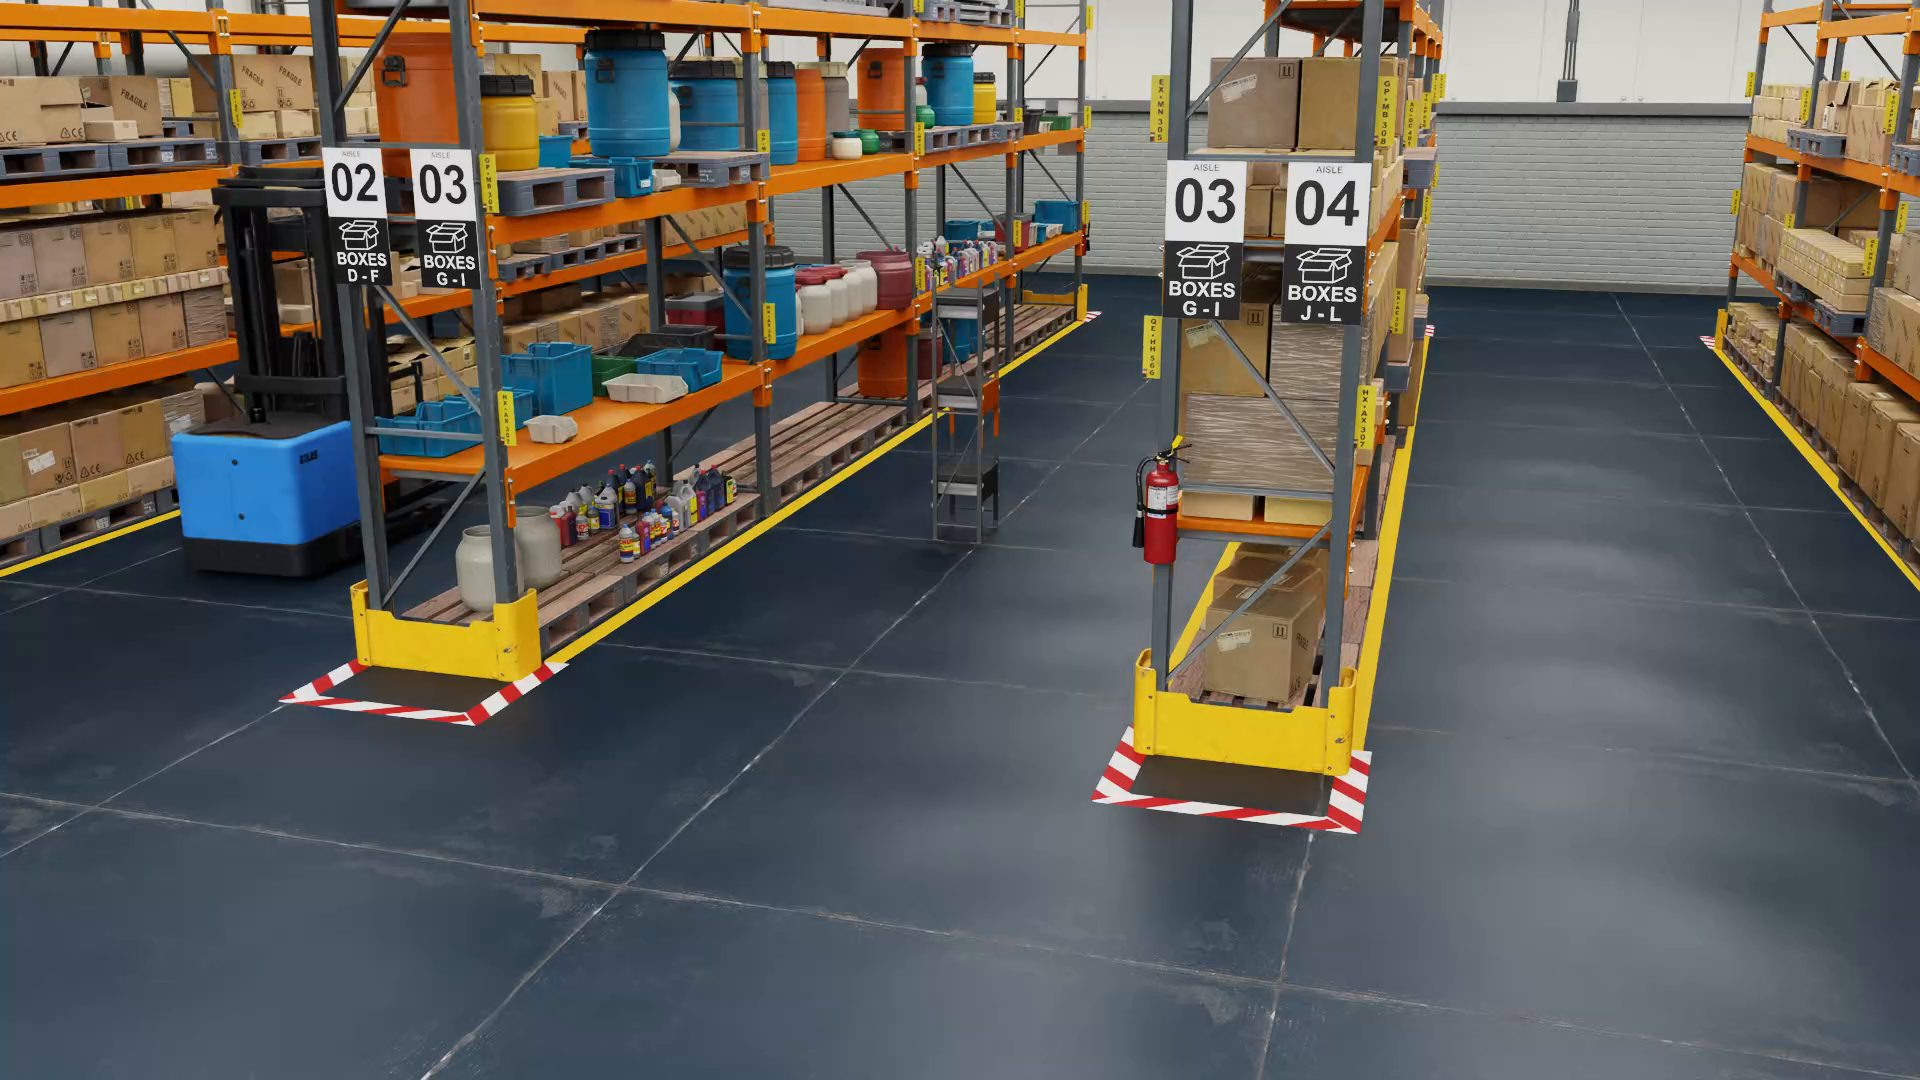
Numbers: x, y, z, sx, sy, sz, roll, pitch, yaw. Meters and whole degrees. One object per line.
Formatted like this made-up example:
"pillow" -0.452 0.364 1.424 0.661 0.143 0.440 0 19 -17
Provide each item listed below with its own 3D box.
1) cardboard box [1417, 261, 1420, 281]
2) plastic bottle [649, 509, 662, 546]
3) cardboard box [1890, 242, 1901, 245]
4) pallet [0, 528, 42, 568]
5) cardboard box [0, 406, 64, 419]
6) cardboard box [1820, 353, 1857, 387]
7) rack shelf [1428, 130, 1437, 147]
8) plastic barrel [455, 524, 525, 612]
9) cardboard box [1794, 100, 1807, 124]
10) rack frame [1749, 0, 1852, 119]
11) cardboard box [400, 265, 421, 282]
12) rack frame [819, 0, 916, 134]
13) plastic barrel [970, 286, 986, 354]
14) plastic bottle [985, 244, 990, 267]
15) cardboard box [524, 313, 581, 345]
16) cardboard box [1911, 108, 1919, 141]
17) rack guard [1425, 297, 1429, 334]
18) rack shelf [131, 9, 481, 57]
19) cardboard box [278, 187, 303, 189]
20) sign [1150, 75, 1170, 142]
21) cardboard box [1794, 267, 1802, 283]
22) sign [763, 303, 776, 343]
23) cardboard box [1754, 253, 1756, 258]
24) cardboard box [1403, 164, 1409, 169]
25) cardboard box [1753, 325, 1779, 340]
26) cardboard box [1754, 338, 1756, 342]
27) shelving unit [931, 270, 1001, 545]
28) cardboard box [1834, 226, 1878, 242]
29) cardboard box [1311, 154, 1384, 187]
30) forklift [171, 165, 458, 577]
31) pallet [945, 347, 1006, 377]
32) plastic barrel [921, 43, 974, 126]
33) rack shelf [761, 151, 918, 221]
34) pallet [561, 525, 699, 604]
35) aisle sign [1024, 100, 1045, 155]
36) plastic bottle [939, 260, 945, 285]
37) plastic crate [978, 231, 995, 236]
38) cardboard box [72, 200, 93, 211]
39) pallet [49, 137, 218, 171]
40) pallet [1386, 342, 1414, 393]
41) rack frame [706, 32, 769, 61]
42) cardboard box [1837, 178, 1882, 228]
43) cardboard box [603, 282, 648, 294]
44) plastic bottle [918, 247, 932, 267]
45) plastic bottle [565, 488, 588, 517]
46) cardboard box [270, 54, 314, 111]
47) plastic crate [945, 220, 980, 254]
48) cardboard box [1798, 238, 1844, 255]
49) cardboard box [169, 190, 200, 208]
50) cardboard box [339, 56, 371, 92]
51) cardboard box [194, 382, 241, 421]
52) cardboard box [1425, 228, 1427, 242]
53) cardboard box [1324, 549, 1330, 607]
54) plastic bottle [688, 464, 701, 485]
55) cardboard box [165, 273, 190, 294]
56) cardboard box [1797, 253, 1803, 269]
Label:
"cardboard box" 4.925 -3.163 18.802 0.500 0.500 0.500 5 17 18
"plastic bottle" -2.276 -0.097 12.369 0.097 0.271 0.097 0 16 0
"cardboard box" 9.372 -2.883 16.597 0.380 0.149 0.250 4 16 13
"pallet" -7.787 0.121 12.516 1.003 0.211 1.213 5 16 16
"cardboard box" -7.683 -0.814 13.598 0.500 0.500 0.500 5 16 16
"cardboard box" 8.609 -1.623 15.990 0.500 0.250 0.500 5 17 17
"rack shelf" 5.512 -5.008 21.309 1.077 0.370 4.000 5 16 16
"plastic barrel" -3.102 0.184 10.971 0.421 0.512 0.421 0 16 0
"cardboard box" 9.557 -4.728 18.365 0.500 0.250 0.500 4 16 13
"rack frame" 10.807 -6.909 21.198 1.000 3.000 0.127 5 16 16
"cardboard box" -6.130 -2.848 18.038 0.500 0.311 0.500 4 16 15
"rack frame" -0.942 -5.611 16.622 1.000 3.000 0.127 5 16 16
"plastic barrel" 0.024 -2.823 20.862 0.600 0.901 0.708 5 16 16
"plastic bottle" 0.289 -3.488 20.358 0.152 0.276 0.135 5 16 16
"cardboard box" -4.996 -2.485 20.367 0.500 0.500 0.500 4 16 15
"cardboard box" 8.117 -3.408 13.561 0.500 0.311 0.500 5 16 16
"rack guard" 6.087 -3.238 23.829 1.175 0.500 0.348 5 16 16
"rack shelf" -6.259 -4.935 16.287 1.077 0.370 4.000 5 16 16
"cardboard box" -9.346 -4.827 22.710 0.500 0.250 0.500 5 17 17
"sign" 1.007 -2.165 8.347 0.100 0.325 0.005 5 16 16
"cardboard box" 8.825 -2.720 17.113 0.380 0.149 0.250 4 16 13
"sign" -1.555 -1.766 13.553 0.100 0.325 0.005 5 16 16
"cardboard box" 10.298 -3.628 21.085 0.380 0.149 0.250 5 17 18
"cardboard box" 3.633 -3.307 14.268 0.500 0.250 0.500 5 17 17
"cardboard box" 9.757 -2.482 19.948 0.380 0.149 0.250 4 16 13
"cardboard box" 10.096 -2.532 20.668 0.380 0.149 0.250 6 17 19
"shelving unit" 0.047 -1.053 13.196 0.431 2.100 0.503 5 16 16
"cardboard box" 10.052 -3.278 18.660 0.500 0.500 0.500 4 16 15
"cardboard box" 2.000 -1.925 8.667 0.380 0.149 0.250 5 17 17
"forklift" -4.928 -1.501 13.251 1.130 2.935 3.031 4 16 13
"pallet" -0.065 -2.232 20.810 1.003 0.211 1.213 5 16 16
"plastic barrel" -0.144 -5.200 18.979 0.600 0.901 0.708 5 16 16
"rack shelf" -1.511 -3.299 15.285 1.077 0.370 4.000 5 16 16
"pallet" -2.655 0.155 12.394 1.003 0.211 1.213 5 16 16
"aisle sign" 1.067 -6.111 24.612 0.394 0.787 0.004 5 16 16
"plastic bottle" -0.215 -2.996 18.631 0.097 0.271 0.097 0 16 0
"plastic crate" 0.401 -4.153 22.846 0.293 0.136 0.466 5 16 16
"cardboard box" -10.510 -3.973 19.660 0.380 0.149 0.250 2 16 9
"pallet" -7.045 -3.239 13.918 1.003 0.211 1.213 5 16 16
"pallet" 3.027 -1.391 13.088 1.003 0.211 1.213 5 16 16
"rack frame" -3.417 -8.089 25.359 1.000 3.000 0.127 5 16 16
"cardboard box" 10.032 -3.748 18.486 0.500 0.500 0.500 5 17 17
"cardboard box" -4.664 -3.337 23.372 0.500 0.500 0.500 5 16 16
"plastic bottle" -0.420 -3.366 19.928 0.152 0.276 0.135 5 16 16
"plastic bottle" -2.933 -0.228 12.683 0.144 0.351 0.185 5 17 18
"cardboard box" -6.474 -4.307 15.650 0.500 0.500 0.500 6 17 21
"plastic crate" 0.000 -3.941 21.648 0.392 0.384 0.575 5 16 16
"cardboard box" 8.823 -3.004 17.024 0.380 0.149 0.250 4 16 15
"cardboard box" -9.913 -4.295 20.834 0.500 0.250 0.500 4 16 15
"cardboard box" -8.833 -6.687 23.857 0.500 0.500 0.500 4 16 15
"cardboard box" -6.987 -1.341 15.802 0.500 0.311 0.500 5 16 16
"cardboard box" 5.908 -4.092 21.988 0.500 0.250 0.500 4 16 14
"cardboard box" 2.261 0.126 11.198 0.500 0.500 0.500 3 16 11
"plastic bottle" -2.124 -0.436 13.419 0.144 0.351 0.185 5 16 16
"cardboard box" -6.843 -2.203 14.227 0.380 0.149 0.250 4 16 14
"cardboard box" 8.825 -2.859 17.058 0.380 0.149 0.250 5 17 18
